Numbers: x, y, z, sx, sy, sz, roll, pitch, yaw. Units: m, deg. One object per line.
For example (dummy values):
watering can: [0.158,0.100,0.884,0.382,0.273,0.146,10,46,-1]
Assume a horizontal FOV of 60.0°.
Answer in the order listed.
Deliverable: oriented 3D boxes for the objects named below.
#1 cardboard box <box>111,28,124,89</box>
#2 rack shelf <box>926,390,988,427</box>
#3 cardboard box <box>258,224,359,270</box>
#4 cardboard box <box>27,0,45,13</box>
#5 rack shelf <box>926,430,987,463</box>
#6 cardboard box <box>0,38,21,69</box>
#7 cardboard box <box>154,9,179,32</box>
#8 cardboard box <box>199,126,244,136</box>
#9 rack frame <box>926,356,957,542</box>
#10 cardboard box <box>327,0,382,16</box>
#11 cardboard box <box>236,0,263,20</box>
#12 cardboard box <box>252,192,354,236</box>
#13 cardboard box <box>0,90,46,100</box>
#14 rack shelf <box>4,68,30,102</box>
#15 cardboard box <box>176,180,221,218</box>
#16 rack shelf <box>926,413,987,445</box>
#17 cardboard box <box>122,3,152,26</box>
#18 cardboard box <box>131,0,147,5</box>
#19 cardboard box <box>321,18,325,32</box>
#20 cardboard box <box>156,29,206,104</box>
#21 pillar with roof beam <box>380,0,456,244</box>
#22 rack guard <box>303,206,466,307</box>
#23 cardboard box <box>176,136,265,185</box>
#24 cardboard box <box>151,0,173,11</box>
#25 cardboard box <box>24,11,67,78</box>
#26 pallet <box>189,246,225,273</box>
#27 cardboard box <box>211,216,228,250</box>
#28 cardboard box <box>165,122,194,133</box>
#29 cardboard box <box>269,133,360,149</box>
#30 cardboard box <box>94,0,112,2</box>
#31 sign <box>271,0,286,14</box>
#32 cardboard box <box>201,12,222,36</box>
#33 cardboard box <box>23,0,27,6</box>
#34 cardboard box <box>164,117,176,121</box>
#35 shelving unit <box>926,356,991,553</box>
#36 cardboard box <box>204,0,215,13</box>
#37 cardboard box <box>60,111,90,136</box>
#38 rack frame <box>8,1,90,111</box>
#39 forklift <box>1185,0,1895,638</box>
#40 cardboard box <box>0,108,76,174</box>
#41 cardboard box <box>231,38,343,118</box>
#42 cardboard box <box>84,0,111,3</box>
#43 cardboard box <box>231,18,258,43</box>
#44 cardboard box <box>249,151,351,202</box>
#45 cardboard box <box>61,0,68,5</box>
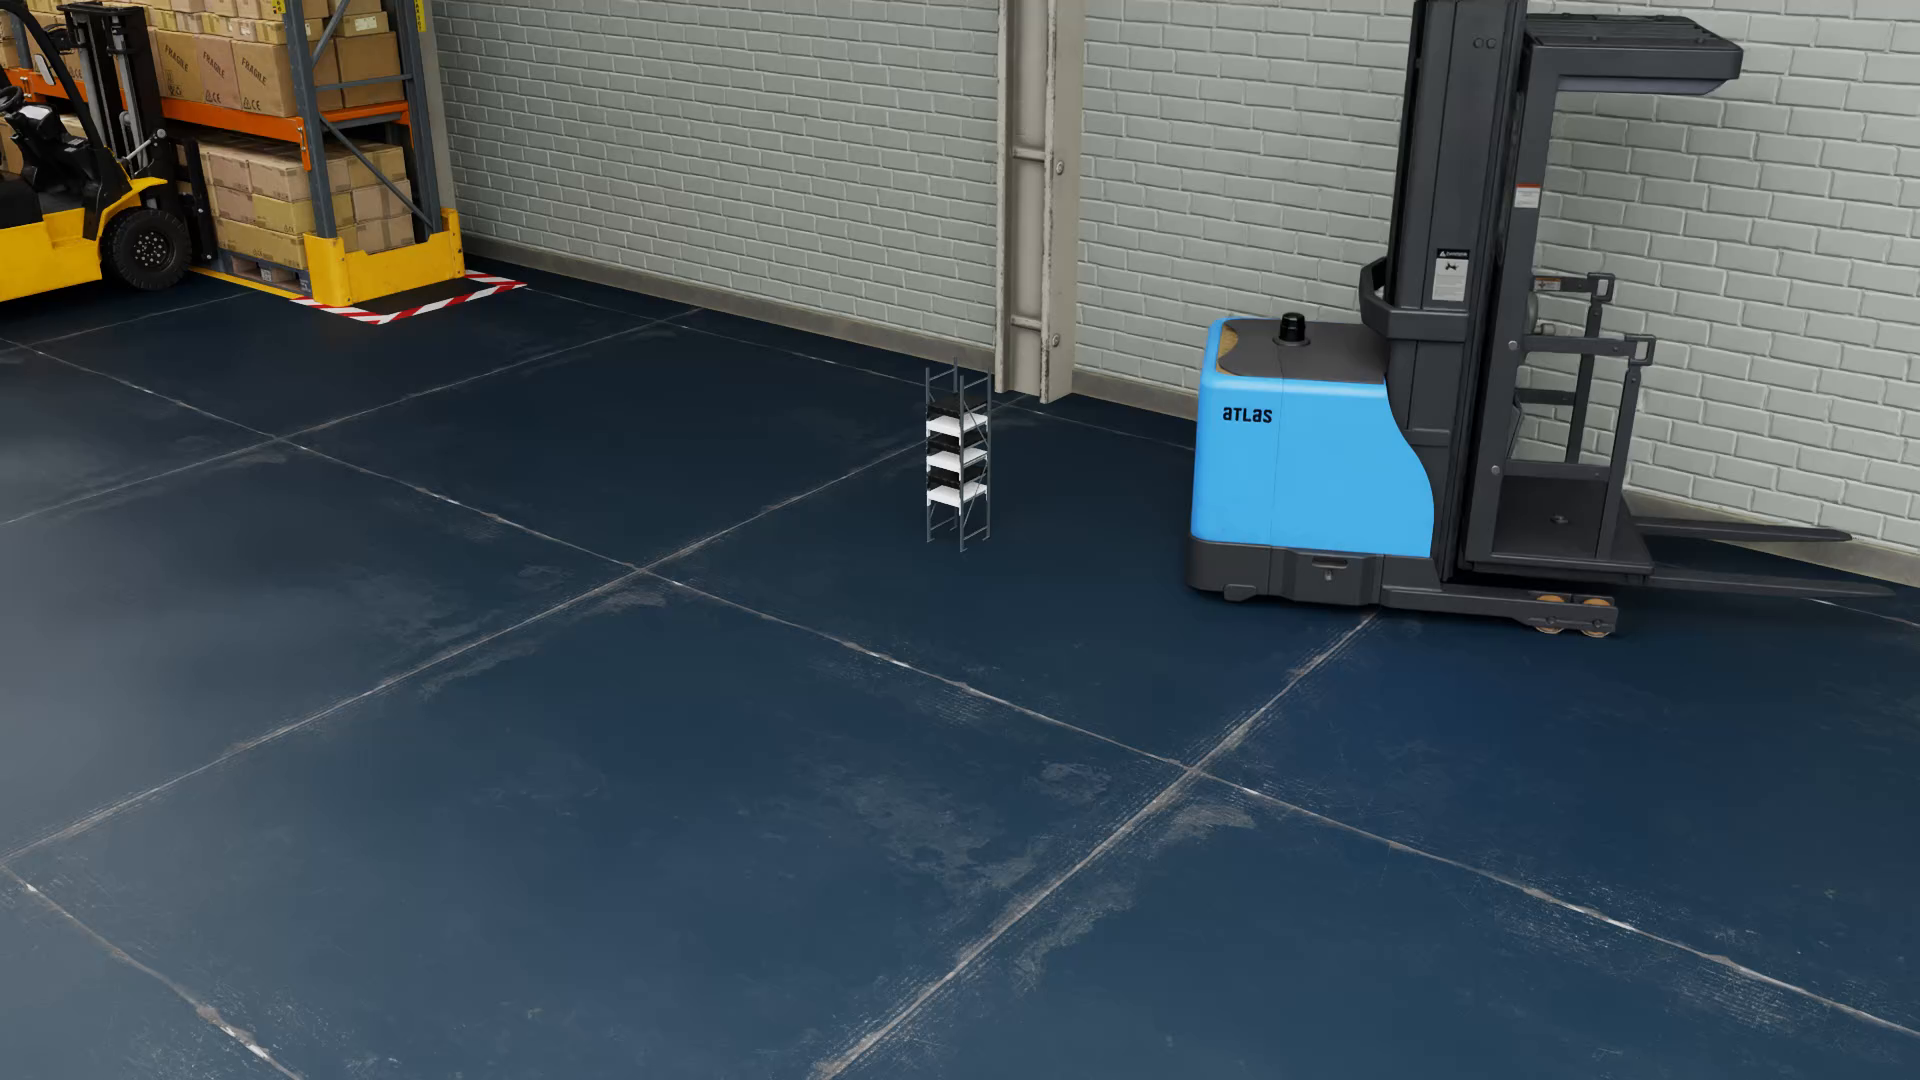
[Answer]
cardboard box: [-6.492,-3.870,13.190,0.500,0.500,0.500,16,29,33]
rack shelf: [-0.006,-0.630,7.978,0.200,0.077,0.258,17,29,33]
cardboard box: [-4.888,-2.237,12.496,0.500,0.250,0.500,17,29,34]
cardboard box: [-7.426,-4.439,13.677,0.250,0.149,0.380,16,29,32]
rack shelf: [-0.006,-0.466,8.050,0.200,0.077,0.258,17,29,33]
cardboard box: [-8.083,-4.228,14.311,0.500,0.250,0.500,18,29,34]
cardboard box: [-5.809,-3.930,12.521,0.250,0.149,0.380,17,29,34]
cardboard box: [-5.795,-3.230,13.511,0.500,0.250,0.500,16,28,32]
rack frame: [-0.088,-0.438,8.129,0.006,0.900,0.240,17,29,33]
cardboard box: [-4.463,-3.920,12.130,0.250,0.149,0.380,16,28,32]
cardboard box: [-4.951,-3.838,11.944,0.250,0.149,0.380,17,29,33]
cardboard box: [-4.899,-2.471,12.407,0.500,0.250,0.500,16,29,33]
cardboard box: [-9.166,-3.858,15.710,0.625,0.625,0.875,15,28,31]
rack shelf: [-9.123,-4.413,15.438,4.000,0.370,1.077,17,29,33]
cardboard box: [-5.720,-2.714,12.959,0.500,0.250,0.500,16,28,32]
rack shelf: [-0.006,-0.548,8.014,0.200,0.077,0.258,17,29,33]
cardboard box: [-6.200,-4.059,12.814,0.250,0.149,0.380,16,28,32]
cardboard box: [-6.157,-4.224,12.820,0.250,0.149,0.380,17,29,33]
cardboard box: [-4.674,-3.839,12.314,0.250,0.149,0.380,17,29,33]
cardboard box: [-5.693,-3.624,12.630,0.500,0.500,0.500,16,29,32]
pillar with roof beam: [-6.921,-5.107,8.680,0.400,9.000,9.100,17,29,33]
rack guard: [-4.303,-2.142,12.491,0.348,0.500,1.175,17,29,33]
cardboard box: [-5.700,-2.934,12.838,0.500,0.250,0.500,17,29,34]
cardboard box: [-5.817,-4.065,12.459,0.250,0.149,0.380,17,29,34]
cardboard box: [-7.324,-4.113,13.741,0.500,0.500,0.500,16,28,32]
pallet: [-5.931,-2.482,13.621,1.213,0.211,1.003,17,29,33]
cardboard box: [-5.675,-2.484,13.058,0.500,0.250,0.500,17,29,34]
cardboard box: [-6.516,-3.189,13.416,0.500,0.250,0.500,18,29,35]
cardboard box: [-4.995,-2.980,12.942,0.500,0.250,0.500,17,29,33]
cardboard box: [-6.605,-4.322,13.042,0.250,0.149,0.380,16,29,32]
sign: [-4.659,-3.758,11.329,0.005,0.325,0.100,17,29,33]
cardboard box: [-5.352,-3.826,12.284,0.250,0.149,0.380,17,29,33]
cardboard box: [-7.929,-4.612,14.069,0.250,0.149,0.380,18,29,35]
cardboard box: [-6.599,-3.476,14.068,0.500,0.250,0.500,16,29,33]
shelving unit: [-0.006,-0.414,8.073,0.210,0.900,0.258,17,29,33]
cardboard box: [-5.331,-3.977,12.259,0.250,0.149,0.380,17,29,34]
cardboard box: [-7.324,-3.432,13.968,0.500,0.250,0.500,16,29,33]
rack frame: [-7.523,-4.259,14.196,0.127,3.000,1.000,17,29,33]
forklift: [2.603,-1.148,7.220,3.031,2.935,1.130,4,24,10]
cardboard box: [-7.947,-3.487,14.868,0.625,0.625,0.875,18,30,36]
cardboard box: [-4.873,-3.372,12.058,0.500,0.500,0.500,16,28,32]
cardboard box: [-6.630,-4.176,13.079,0.250,0.149,0.380,16,29,33]
cardboard box: [-4.990,-3.680,11.953,0.250,0.149,0.380,17,29,34]
cardboard box: [-4.878,-2.694,12.293,0.500,0.250,0.500,18,29,35]
cardboard box: [-6.992,-4.323,13.413,0.250,0.149,0.380,17,29,33]
